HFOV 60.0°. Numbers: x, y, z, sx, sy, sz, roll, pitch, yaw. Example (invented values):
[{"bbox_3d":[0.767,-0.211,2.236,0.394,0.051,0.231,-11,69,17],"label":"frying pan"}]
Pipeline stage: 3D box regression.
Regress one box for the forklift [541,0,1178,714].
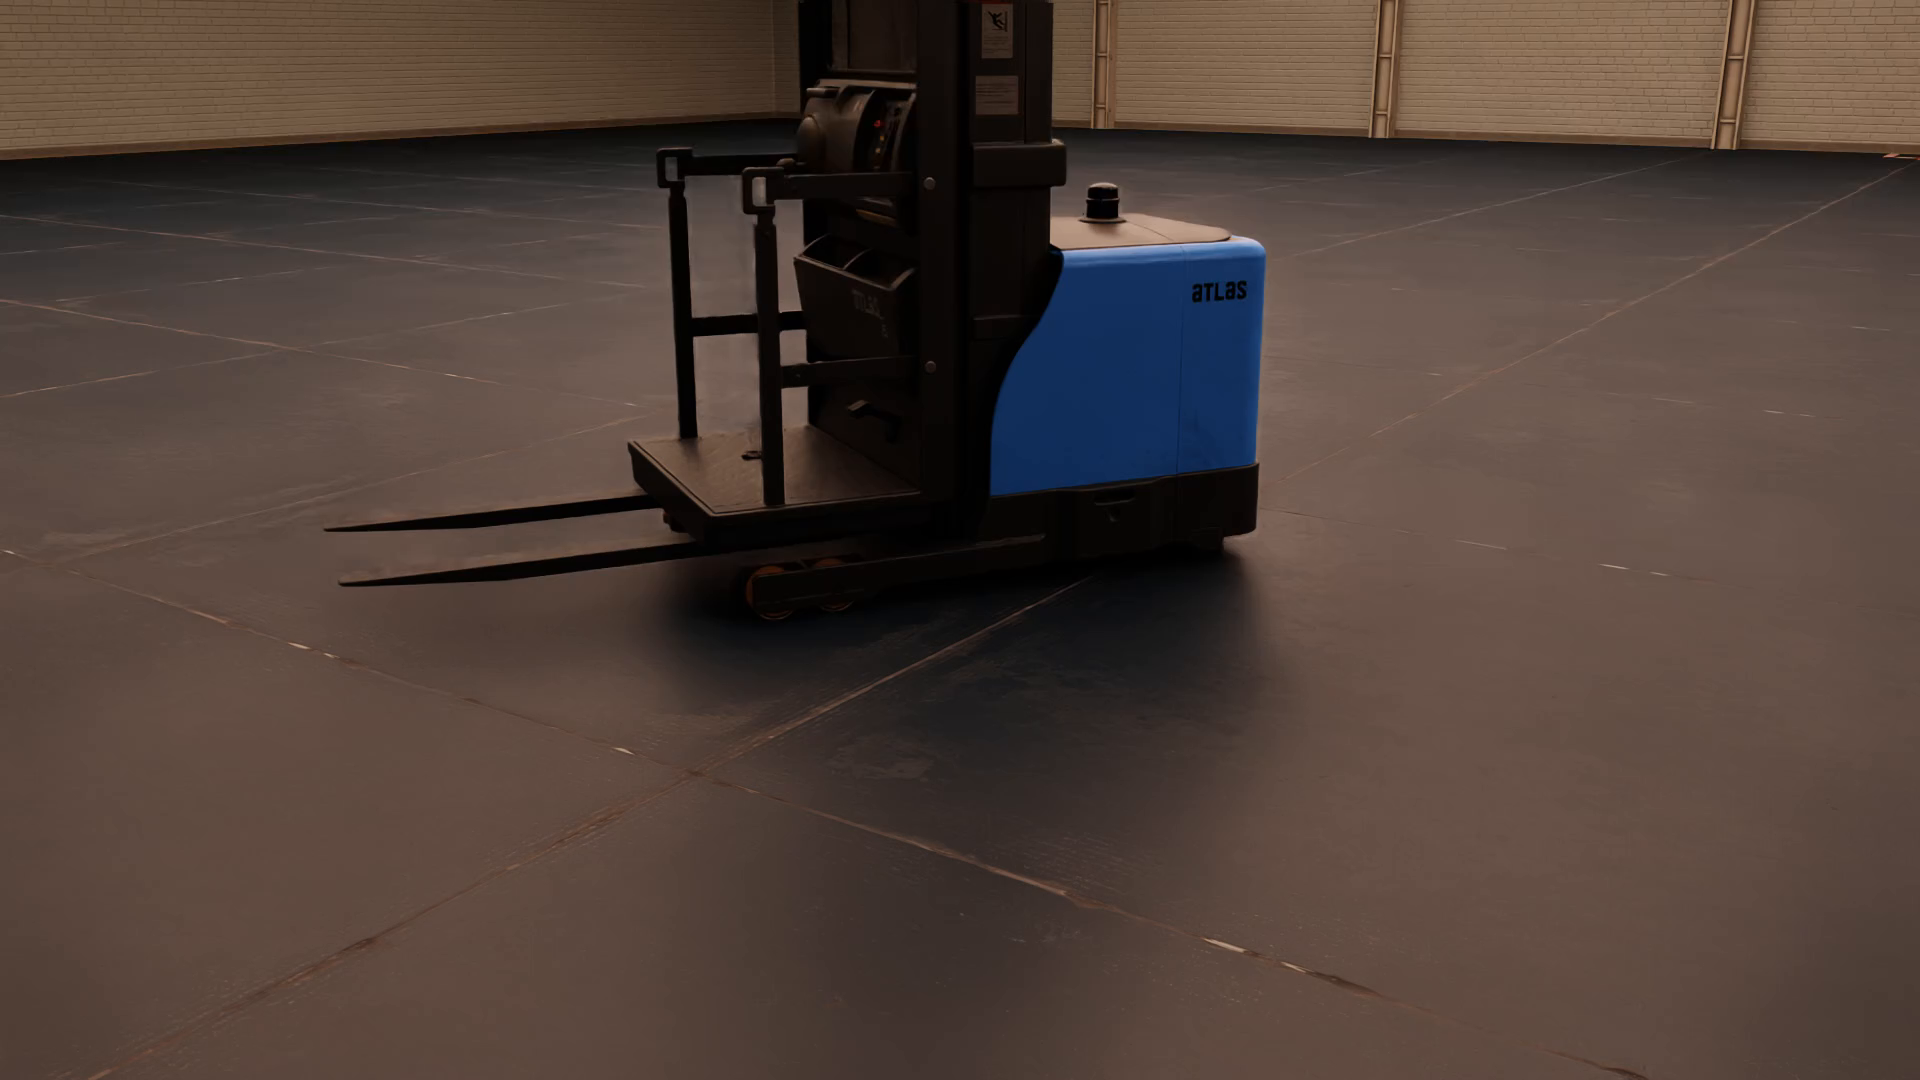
[{"bbox_3d":[-0.174,-1.232,4.954,1.130,2.935,3.031,6,18,20],"label":"forklift"}]
